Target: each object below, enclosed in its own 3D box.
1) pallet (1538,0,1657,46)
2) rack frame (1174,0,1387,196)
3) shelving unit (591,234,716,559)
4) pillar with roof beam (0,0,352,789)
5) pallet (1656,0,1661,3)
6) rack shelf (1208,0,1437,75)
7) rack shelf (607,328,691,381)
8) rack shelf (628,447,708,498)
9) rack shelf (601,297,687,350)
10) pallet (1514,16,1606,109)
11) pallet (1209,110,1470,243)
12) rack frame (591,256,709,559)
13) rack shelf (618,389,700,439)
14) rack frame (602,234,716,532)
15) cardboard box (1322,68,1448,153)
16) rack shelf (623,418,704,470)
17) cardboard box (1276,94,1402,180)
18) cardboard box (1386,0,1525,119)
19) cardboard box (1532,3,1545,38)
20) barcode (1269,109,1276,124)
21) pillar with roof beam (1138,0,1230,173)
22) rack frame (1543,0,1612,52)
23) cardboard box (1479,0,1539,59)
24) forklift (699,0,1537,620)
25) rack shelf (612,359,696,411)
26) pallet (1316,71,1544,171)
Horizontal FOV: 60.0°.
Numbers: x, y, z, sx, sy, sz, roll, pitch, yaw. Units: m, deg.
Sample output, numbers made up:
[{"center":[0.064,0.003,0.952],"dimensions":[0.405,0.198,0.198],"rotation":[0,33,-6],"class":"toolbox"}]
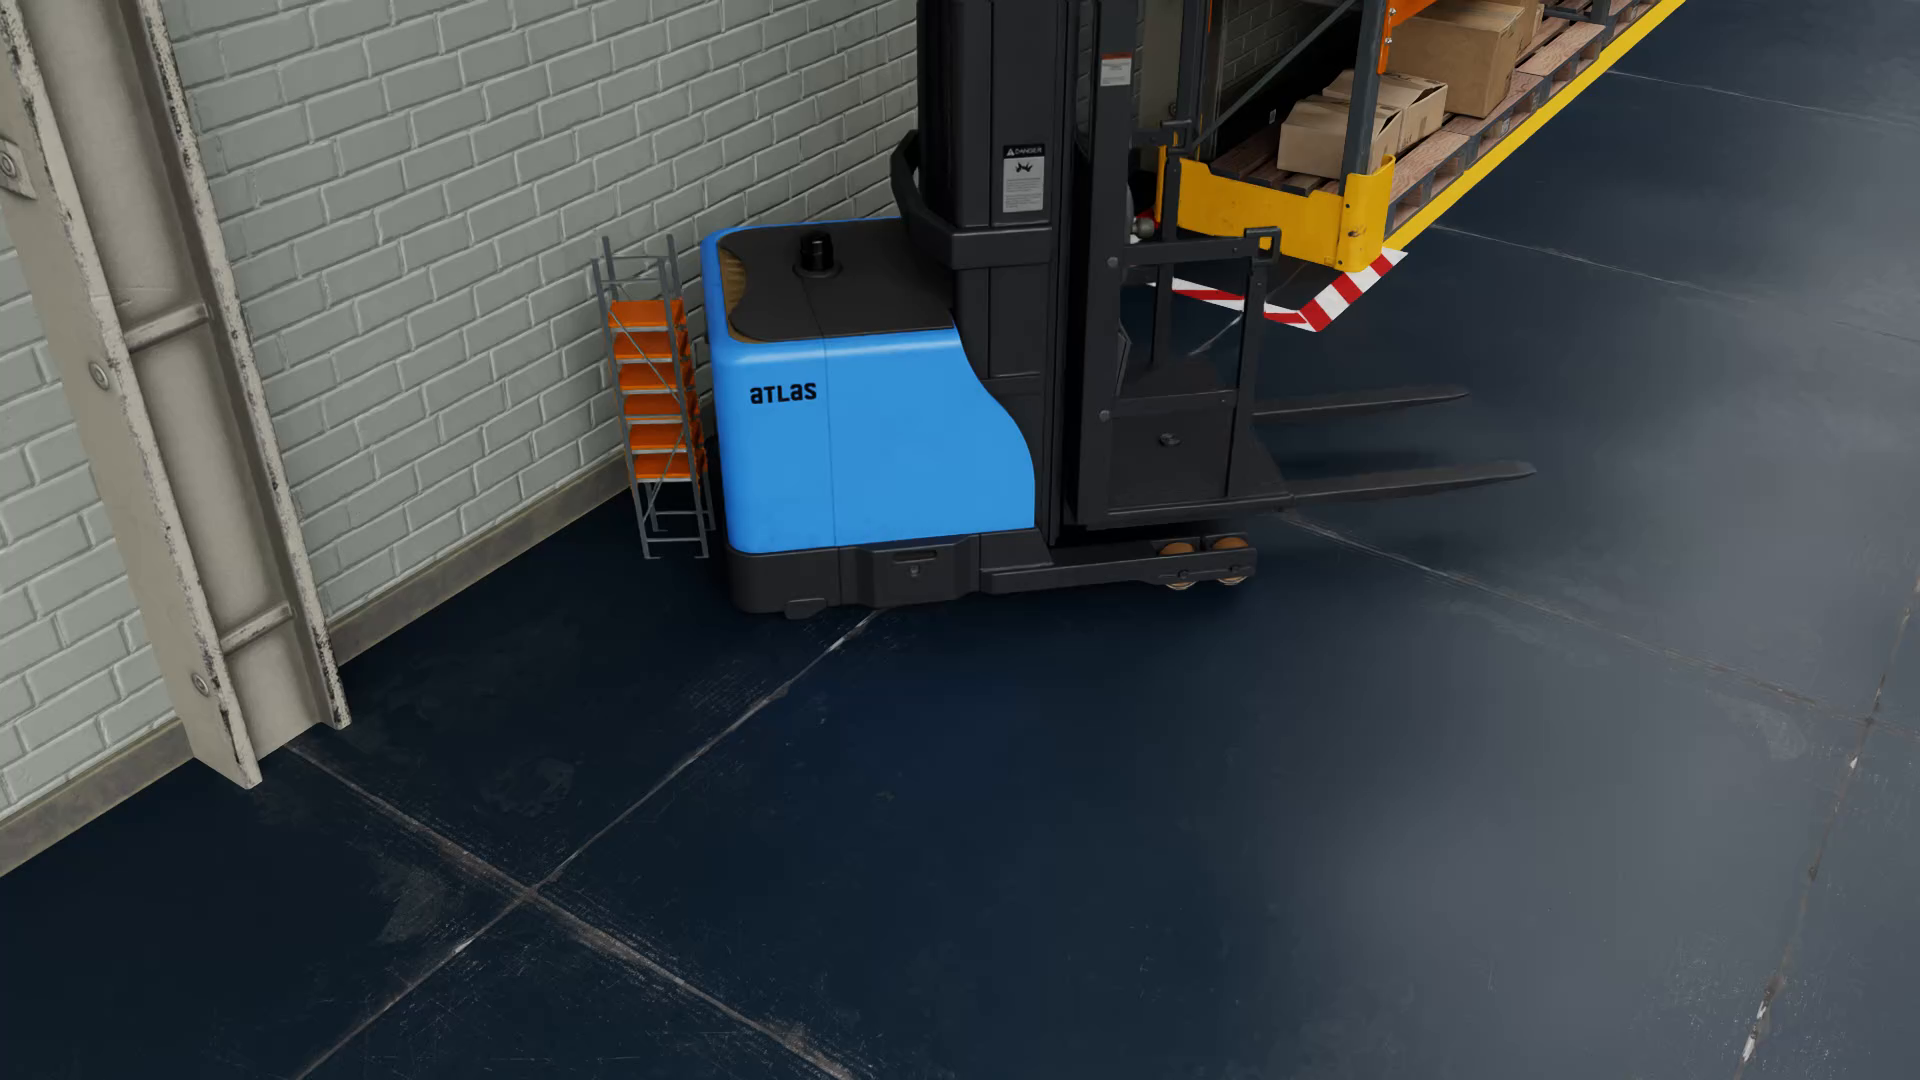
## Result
[{"center":[4.253,-3.821,11.712],"dimensions":[1.003,0.211,1.213],"rotation":[21,39,28],"class":"pallet"},{"center":[1.530,-2.777,7.679],"dimensions":[1.000,3.000,0.127],"rotation":[21,39,28],"class":"rack frame"},{"center":[-1.068,-0.482,5.881],"dimensions":[0.258,1.200,0.189],"rotation":[-1,34,2],"class":"shelving unit"},{"center":[1.334,-1.724,0.766],"dimensions":[9.100,9.000,0.400],"rotation":[21,39,28],"class":"pillar with roof beam"},{"center":[4.948,-4.385,12.546],"dimensions":[1.003,0.211,1.213],"rotation":[21,39,28],"class":"pallet"},{"center":[2.670,-3.399,9.241],"dimensions":[1.077,0.370,4.000],"rotation":[21,39,28],"class":"rack shelf"},{"center":[-1.077,-0.644,5.772],"dimensions":[0.258,0.103,0.180],"rotation":[-1,34,2],"class":"rack shelf"},{"center":[-1.056,-0.246,6.039],"dimensions":[0.258,0.103,0.180],"rotation":[-1,34,2],"class":"rack shelf"},{"center":[-1.082,-0.744,5.706],"dimensions":[0.258,0.103,0.180],"rotation":[-1,34,2],"class":"rack shelf"},{"center":[3.456,-3.142,10.708],"dimensions":[1.003,0.211,1.213],"rotation":[21,39,28],"class":"pallet"},{"center":[2.065,-2.019,9.048],"dimensions":[1.003,0.211,1.213],"rotation":[21,39,28],"class":"pallet"},{"center":[-1.070,-0.431,5.805],"dimensions":[0.240,1.200,0.006],"rotation":[-1,34,2],"class":"rack frame"},{"center":[-1.066,-0.445,5.906],"dimensions":[0.258,0.103,0.180],"rotation":[-1,34,2],"class":"rack shelf"},{"center":[-1.066,-0.533,5.957],"dimensions":[0.240,1.200,0.006],"rotation":[-1,34,2],"class":"rack frame"},{"center":[2.323,-2.397,9.125],"dimensions":[0.500,0.311,0.500],"rotation":[25,41,32],"class":"cardboard box"},{"center":[-1.061,-0.345,5.972],"dimensions":[0.258,0.103,0.180],"rotation":[-1,34,2],"class":"rack shelf"},{"center":[1.998,-2.135,8.737],"dimensions":[0.500,0.311,0.500],"rotation":[17,37,23],"class":"cardboard box"},{"center":[2.782,-2.797,9.547],"dimensions":[0.700,0.500,0.500],"rotation":[19,38,25],"class":"cardboard box"},{"center":[3.530,-3.370,10.693],"dimensions":[0.380,0.166,0.250],"rotation":[16,37,22],"class":"cardboard box"},{"center":[1.680,-2.275,8.936],"dimensions":[0.001,0.075,0.075],"rotation":[21,39,28],"class":"barcode"},{"center":[4.755,-4.485,4.850],"dimensions":[9.100,9.000,0.400],"rotation":[21,39,28],"class":"pillar with roof beam"},{"center":[3.810,-4.618,10.401],"dimensions":[1.000,3.000,0.127],"rotation":[21,39,28],"class":"rack frame"},{"center":[3.251,-3.274,10.252],"dimensions":[0.500,0.500,0.500],"rotation":[18,38,25],"class":"cardboard box"},{"center":[0.617,-1.325,5.593],"dimensions":[3.031,2.935,1.130],"rotation":[-6,34,-8],"class":"forklift"},{"center":[-1.072,-0.544,5.839],"dimensions":[0.258,0.103,0.180],"rotation":[-1,34,2],"class":"rack shelf"},{"center":[2.761,-2.578,9.874],"dimensions":[1.003,0.211,1.213],"rotation":[21,39,28],"class":"pallet"}]
